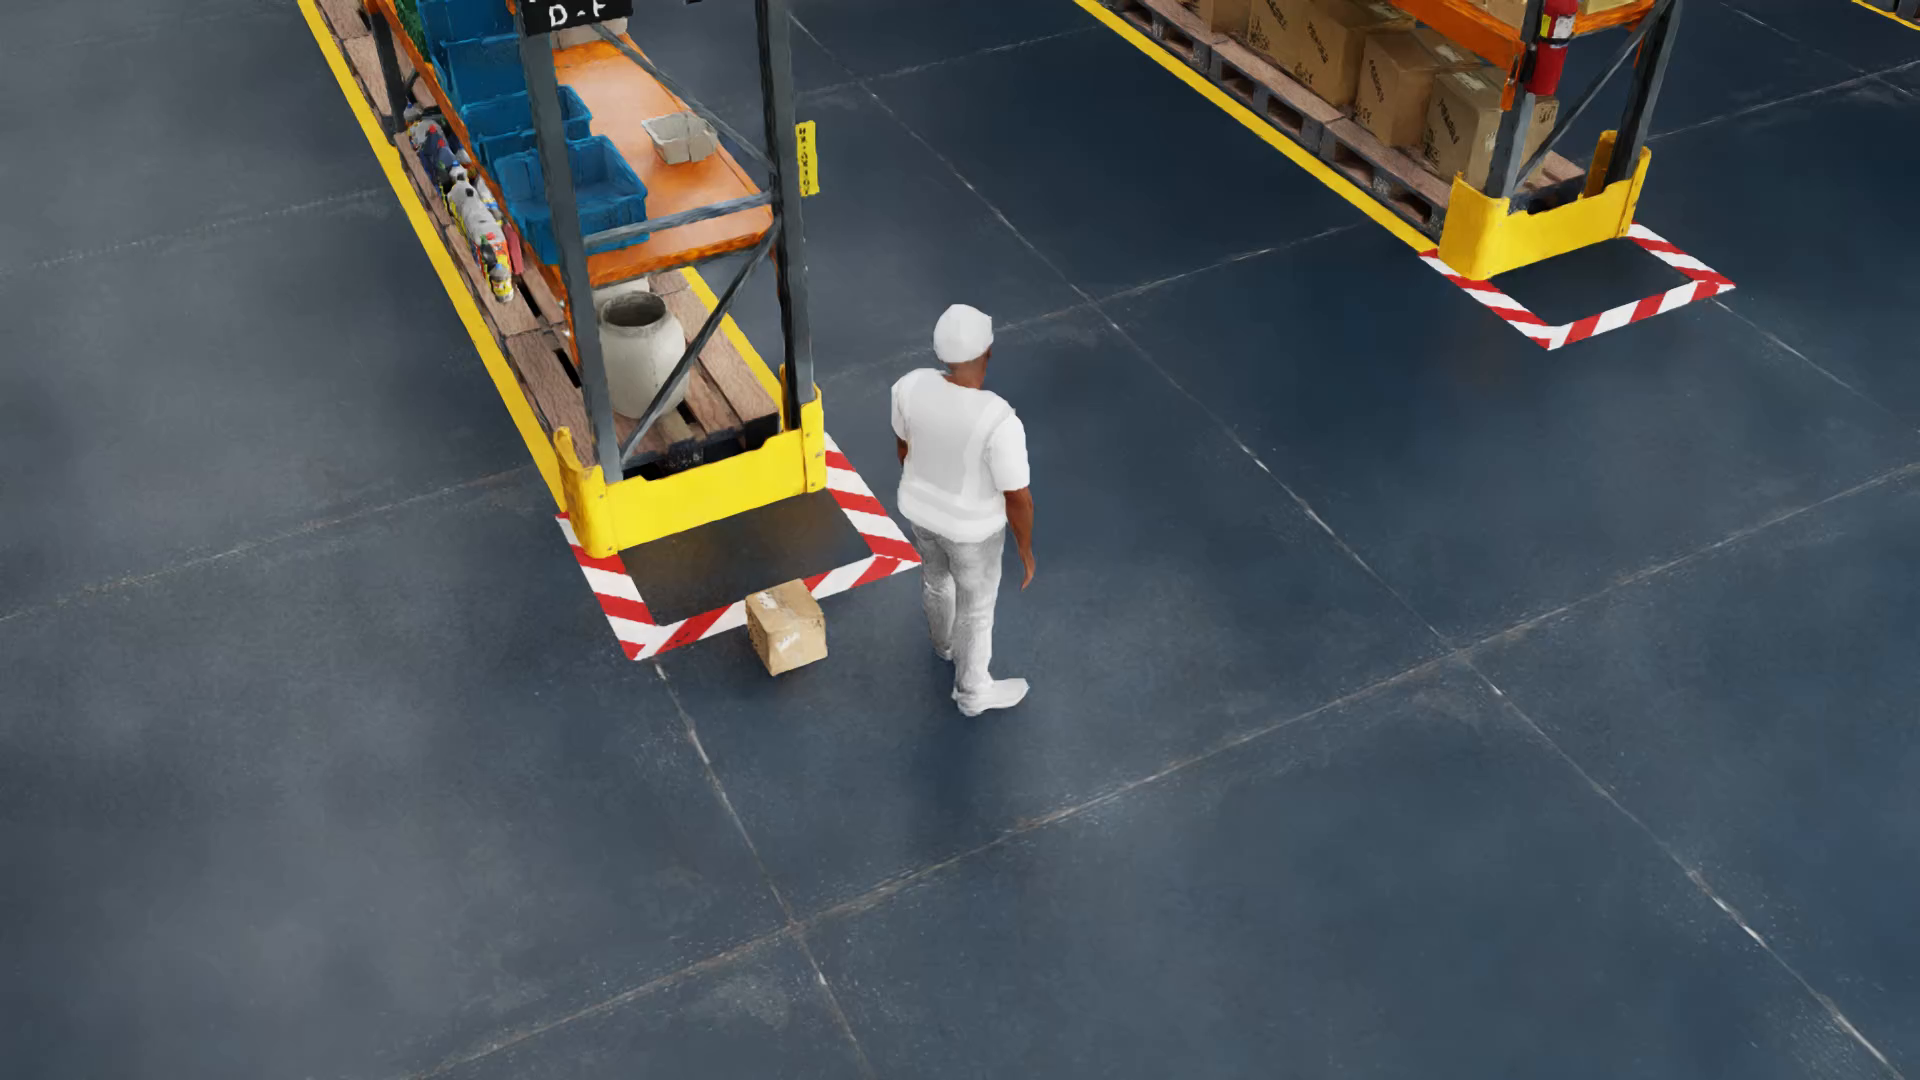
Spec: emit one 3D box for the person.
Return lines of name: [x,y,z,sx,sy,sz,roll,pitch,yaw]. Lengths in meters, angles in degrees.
person: [0.068,-0.133,6.256,0.649,1.768,0.521,25,47,26]
